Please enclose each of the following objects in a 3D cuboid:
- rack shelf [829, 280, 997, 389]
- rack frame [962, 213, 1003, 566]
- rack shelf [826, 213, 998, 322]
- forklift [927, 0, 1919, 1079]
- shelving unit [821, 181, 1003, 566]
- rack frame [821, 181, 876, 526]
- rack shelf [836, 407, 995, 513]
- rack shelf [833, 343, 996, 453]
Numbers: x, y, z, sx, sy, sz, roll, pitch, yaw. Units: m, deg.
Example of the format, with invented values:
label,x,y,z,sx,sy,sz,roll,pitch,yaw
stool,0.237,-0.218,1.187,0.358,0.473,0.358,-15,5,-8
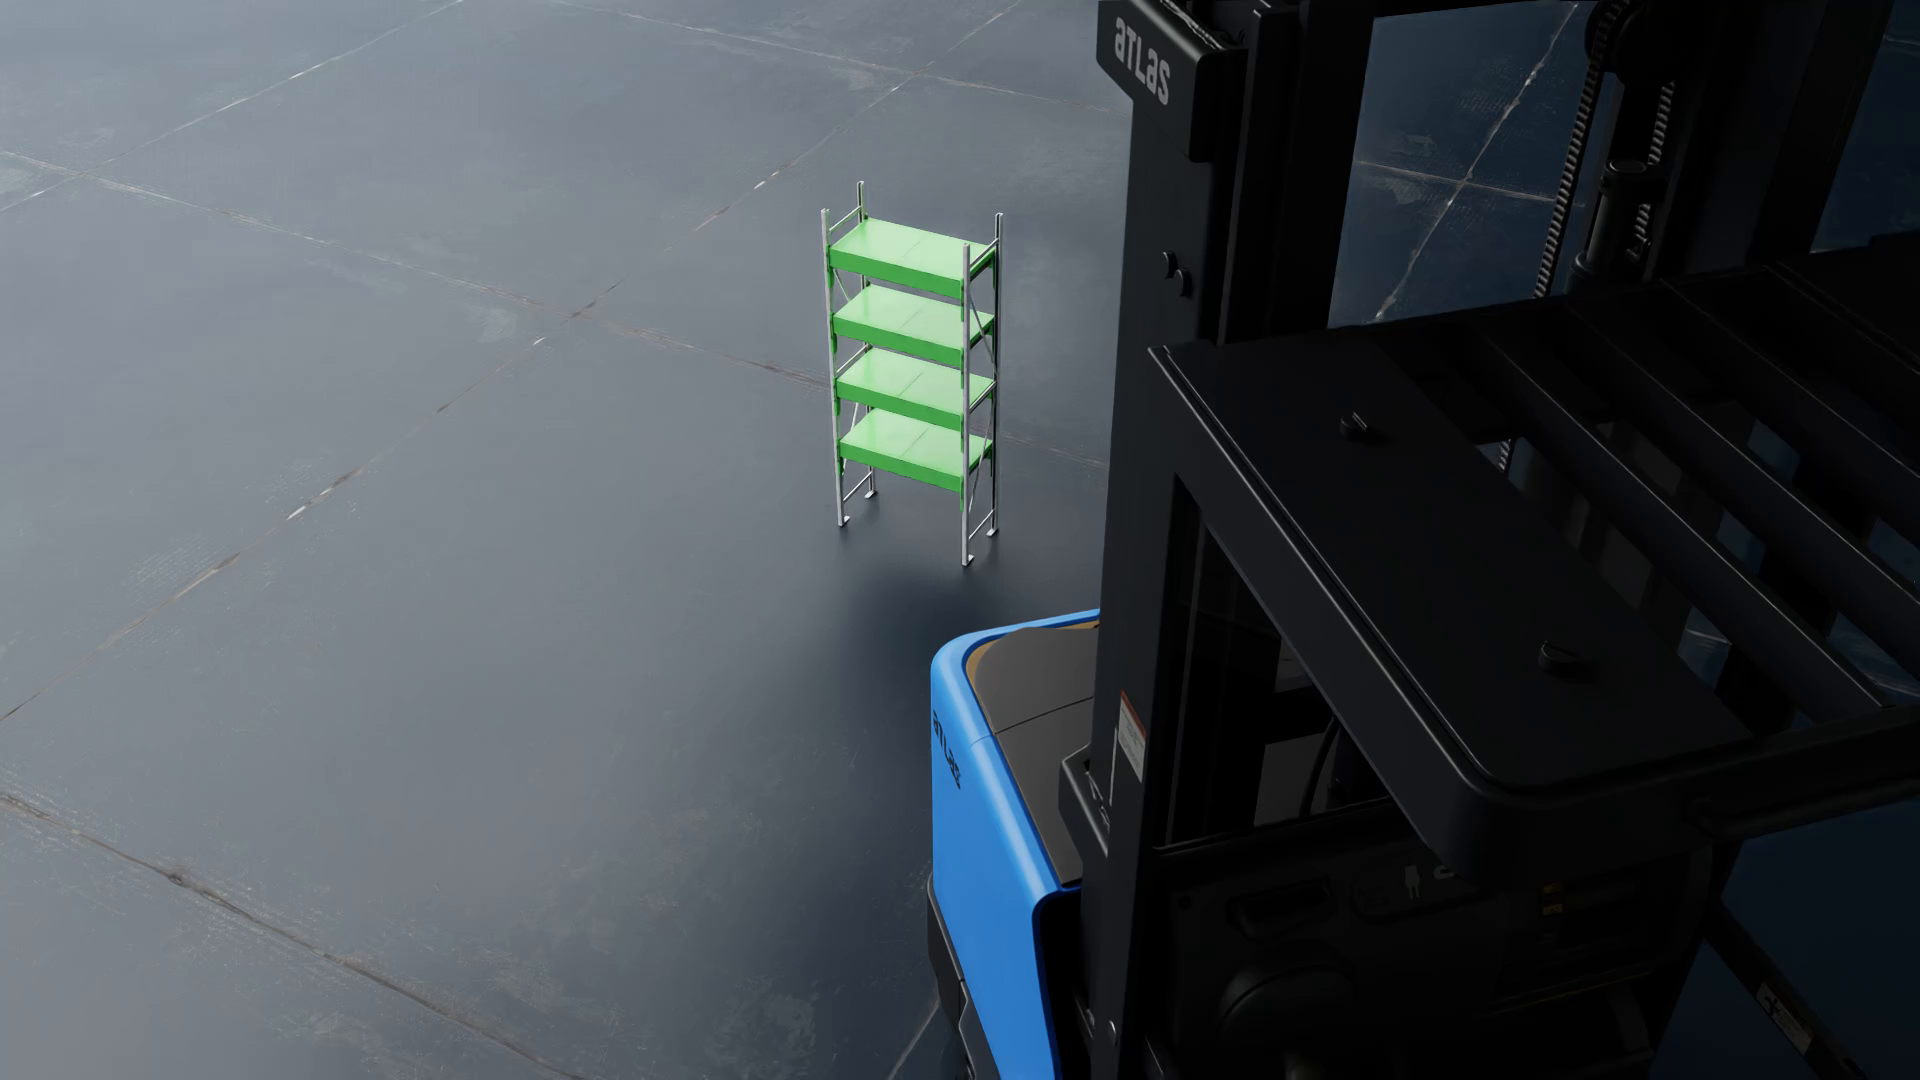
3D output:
label,x,y,z,sx,sy,sz,roll,pitch,yaw
rack shelf,-0.147,-0.664,5.341,0.480,0.148,0.258,17,41,21
rack frame,0.070,-0.456,5.358,0.015,1.200,0.240,17,41,21
rack shelf,-0.147,-0.855,5.196,0.480,0.148,0.258,17,41,21
forklift,0.822,0.680,2.430,1.130,2.935,3.031,-10,38,-13
shelving unit,-0.147,-0.524,5.448,0.503,1.200,0.258,17,41,21
rack frame,-0.364,-0.592,5.537,0.015,1.200,0.240,17,41,21
rack shelf,-0.147,-0.282,5.632,0.480,0.148,0.258,17,41,21
rack shelf,-0.147,-0.473,5.486,0.480,0.148,0.258,17,41,21
